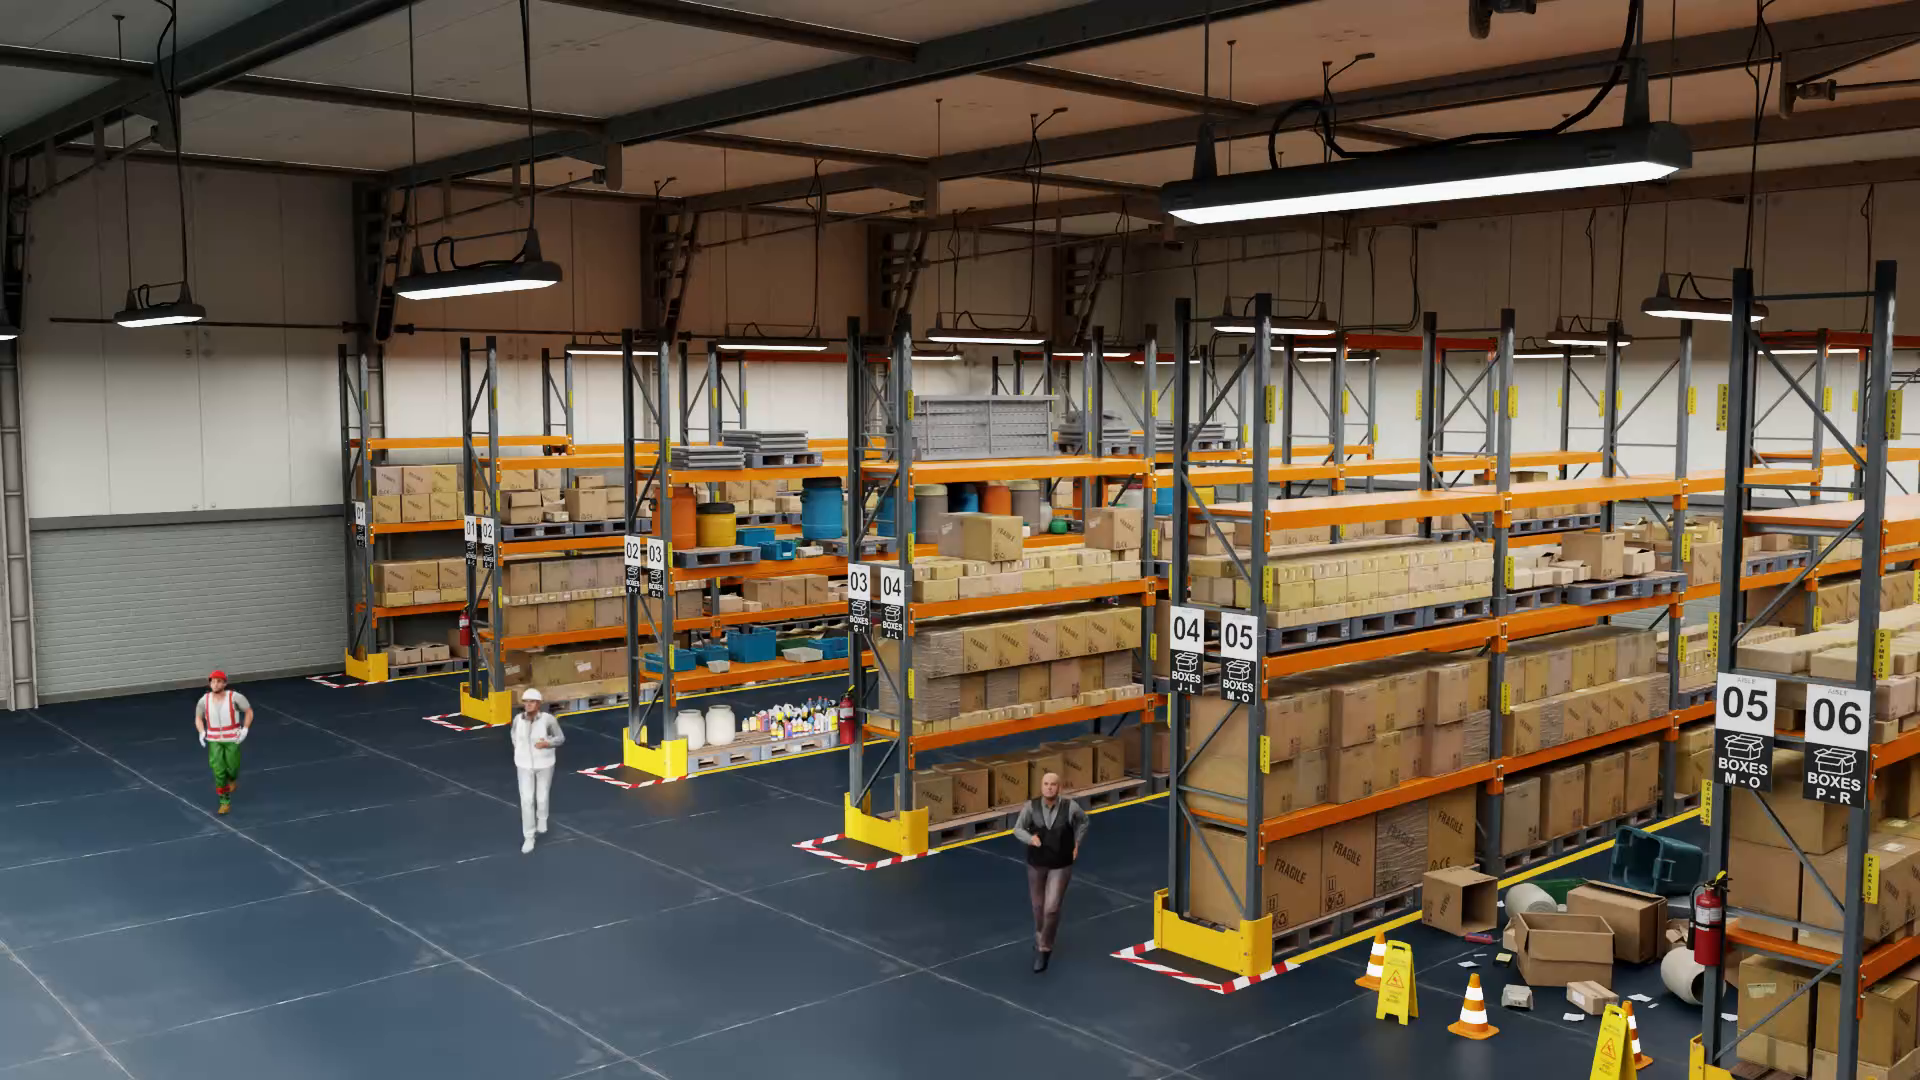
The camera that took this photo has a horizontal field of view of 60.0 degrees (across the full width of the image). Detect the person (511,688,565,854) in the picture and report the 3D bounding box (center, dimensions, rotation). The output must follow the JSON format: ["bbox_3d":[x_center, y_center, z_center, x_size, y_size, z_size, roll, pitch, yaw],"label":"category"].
[{"bbox_3d":[-4.824,2.580,18.986,0.641,1.801,0.892,-1,5,-6],"label":"person"}]

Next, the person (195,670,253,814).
[{"bbox_3d":[-9.061,2.460,20.489,0.659,1.759,0.675,-1,5,-15],"label":"person"}]

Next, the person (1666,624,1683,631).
[{"bbox_3d":[10.684,2.077,24.794,0.722,1.768,0.650,-4,6,-34],"label":"person"}]

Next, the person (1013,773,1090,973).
[{"bbox_3d":[0.810,2.963,15.007,0.648,1.761,0.722,2,5,17],"label":"person"}]
